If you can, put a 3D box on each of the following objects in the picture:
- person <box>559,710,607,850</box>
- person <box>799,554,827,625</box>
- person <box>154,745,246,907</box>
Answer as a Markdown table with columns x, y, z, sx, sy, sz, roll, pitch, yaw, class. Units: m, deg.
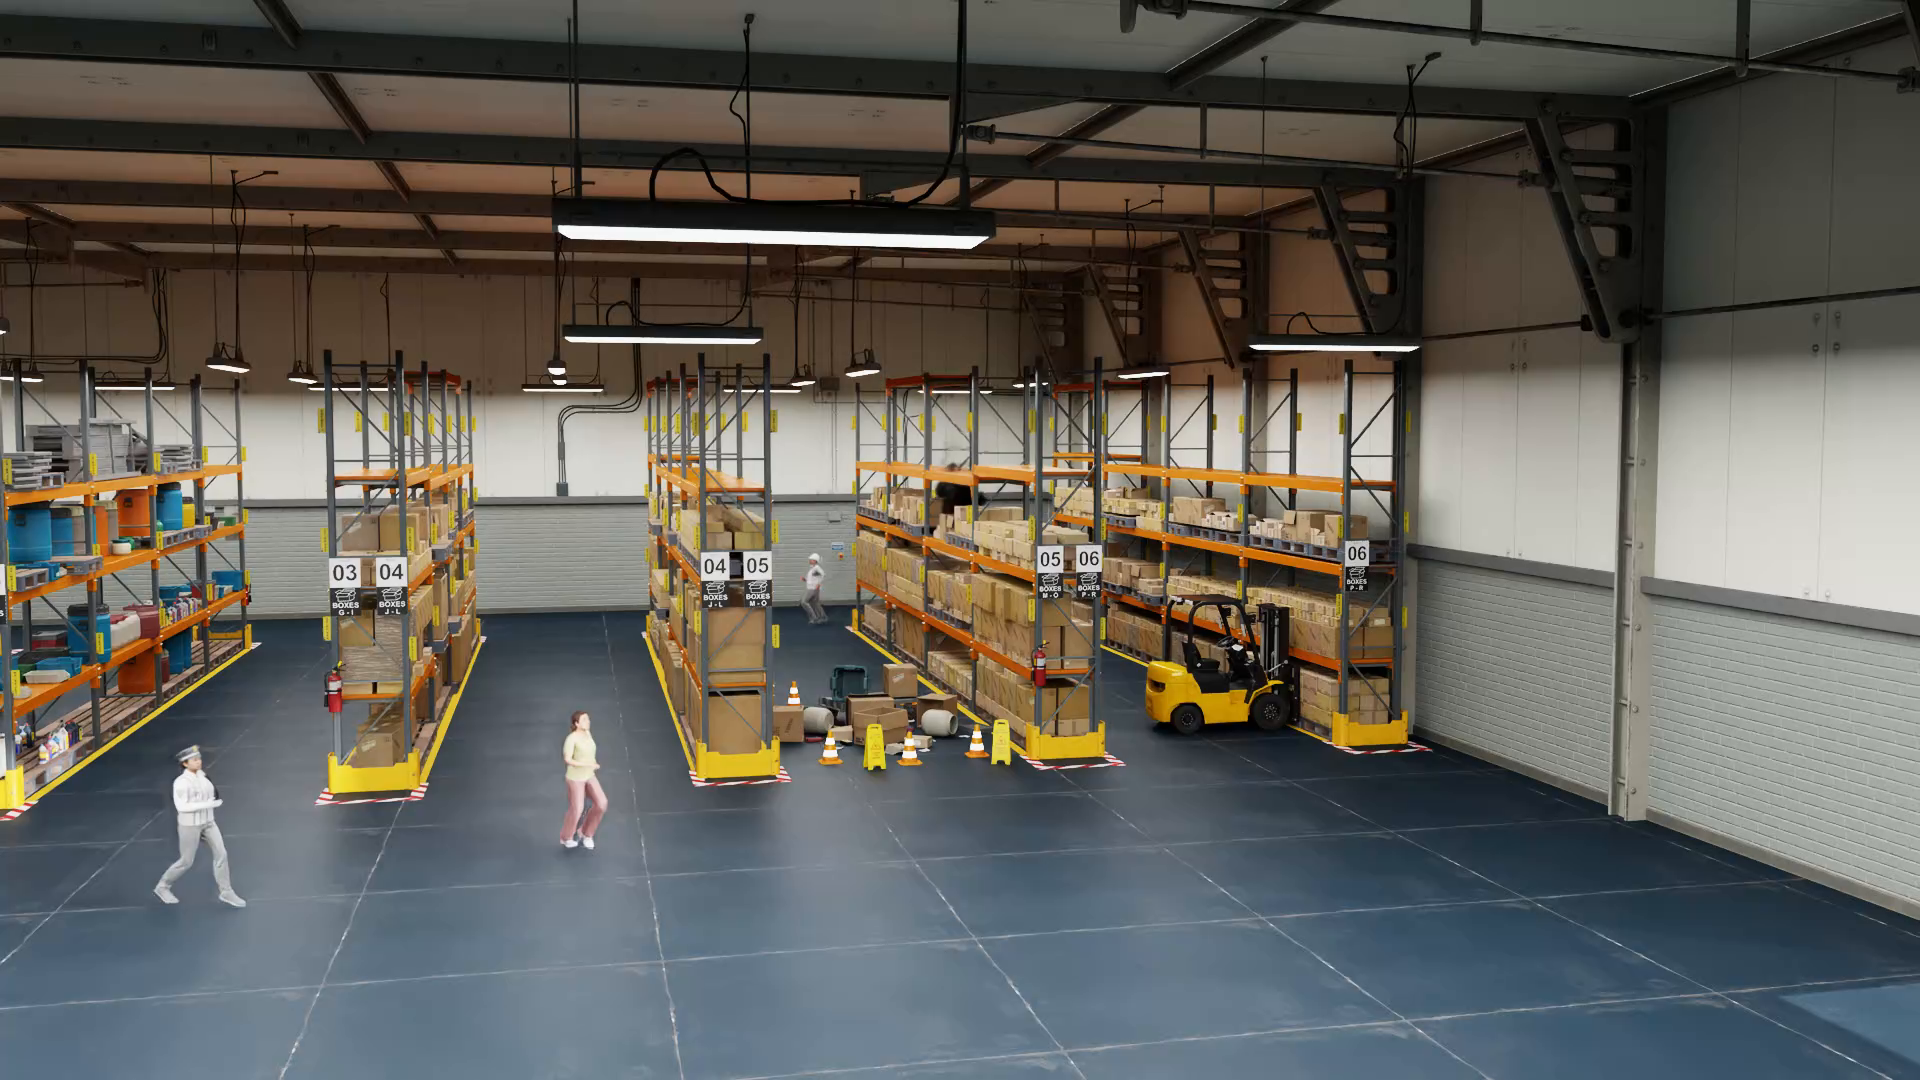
| x | y | z | sx | sy | sz | roll | pitch | yaw | class |
| --- | --- | --- | --- | --- | --- | --- | --- | --- | --- |
| -4.425 | 2.825 | 19.513 | 0.664 | 1.688 | 0.594 | 2 | 5 | 29 | person |
| -3.661 | 1.245 | 41.474 | 0.708 | 1.802 | 0.649 | 0 | 4 | -7 | person |
| -7.873 | 2.954 | 17.198 | 0.938 | 1.695 | 0.621 | 1 | 4 | 13 | person |
